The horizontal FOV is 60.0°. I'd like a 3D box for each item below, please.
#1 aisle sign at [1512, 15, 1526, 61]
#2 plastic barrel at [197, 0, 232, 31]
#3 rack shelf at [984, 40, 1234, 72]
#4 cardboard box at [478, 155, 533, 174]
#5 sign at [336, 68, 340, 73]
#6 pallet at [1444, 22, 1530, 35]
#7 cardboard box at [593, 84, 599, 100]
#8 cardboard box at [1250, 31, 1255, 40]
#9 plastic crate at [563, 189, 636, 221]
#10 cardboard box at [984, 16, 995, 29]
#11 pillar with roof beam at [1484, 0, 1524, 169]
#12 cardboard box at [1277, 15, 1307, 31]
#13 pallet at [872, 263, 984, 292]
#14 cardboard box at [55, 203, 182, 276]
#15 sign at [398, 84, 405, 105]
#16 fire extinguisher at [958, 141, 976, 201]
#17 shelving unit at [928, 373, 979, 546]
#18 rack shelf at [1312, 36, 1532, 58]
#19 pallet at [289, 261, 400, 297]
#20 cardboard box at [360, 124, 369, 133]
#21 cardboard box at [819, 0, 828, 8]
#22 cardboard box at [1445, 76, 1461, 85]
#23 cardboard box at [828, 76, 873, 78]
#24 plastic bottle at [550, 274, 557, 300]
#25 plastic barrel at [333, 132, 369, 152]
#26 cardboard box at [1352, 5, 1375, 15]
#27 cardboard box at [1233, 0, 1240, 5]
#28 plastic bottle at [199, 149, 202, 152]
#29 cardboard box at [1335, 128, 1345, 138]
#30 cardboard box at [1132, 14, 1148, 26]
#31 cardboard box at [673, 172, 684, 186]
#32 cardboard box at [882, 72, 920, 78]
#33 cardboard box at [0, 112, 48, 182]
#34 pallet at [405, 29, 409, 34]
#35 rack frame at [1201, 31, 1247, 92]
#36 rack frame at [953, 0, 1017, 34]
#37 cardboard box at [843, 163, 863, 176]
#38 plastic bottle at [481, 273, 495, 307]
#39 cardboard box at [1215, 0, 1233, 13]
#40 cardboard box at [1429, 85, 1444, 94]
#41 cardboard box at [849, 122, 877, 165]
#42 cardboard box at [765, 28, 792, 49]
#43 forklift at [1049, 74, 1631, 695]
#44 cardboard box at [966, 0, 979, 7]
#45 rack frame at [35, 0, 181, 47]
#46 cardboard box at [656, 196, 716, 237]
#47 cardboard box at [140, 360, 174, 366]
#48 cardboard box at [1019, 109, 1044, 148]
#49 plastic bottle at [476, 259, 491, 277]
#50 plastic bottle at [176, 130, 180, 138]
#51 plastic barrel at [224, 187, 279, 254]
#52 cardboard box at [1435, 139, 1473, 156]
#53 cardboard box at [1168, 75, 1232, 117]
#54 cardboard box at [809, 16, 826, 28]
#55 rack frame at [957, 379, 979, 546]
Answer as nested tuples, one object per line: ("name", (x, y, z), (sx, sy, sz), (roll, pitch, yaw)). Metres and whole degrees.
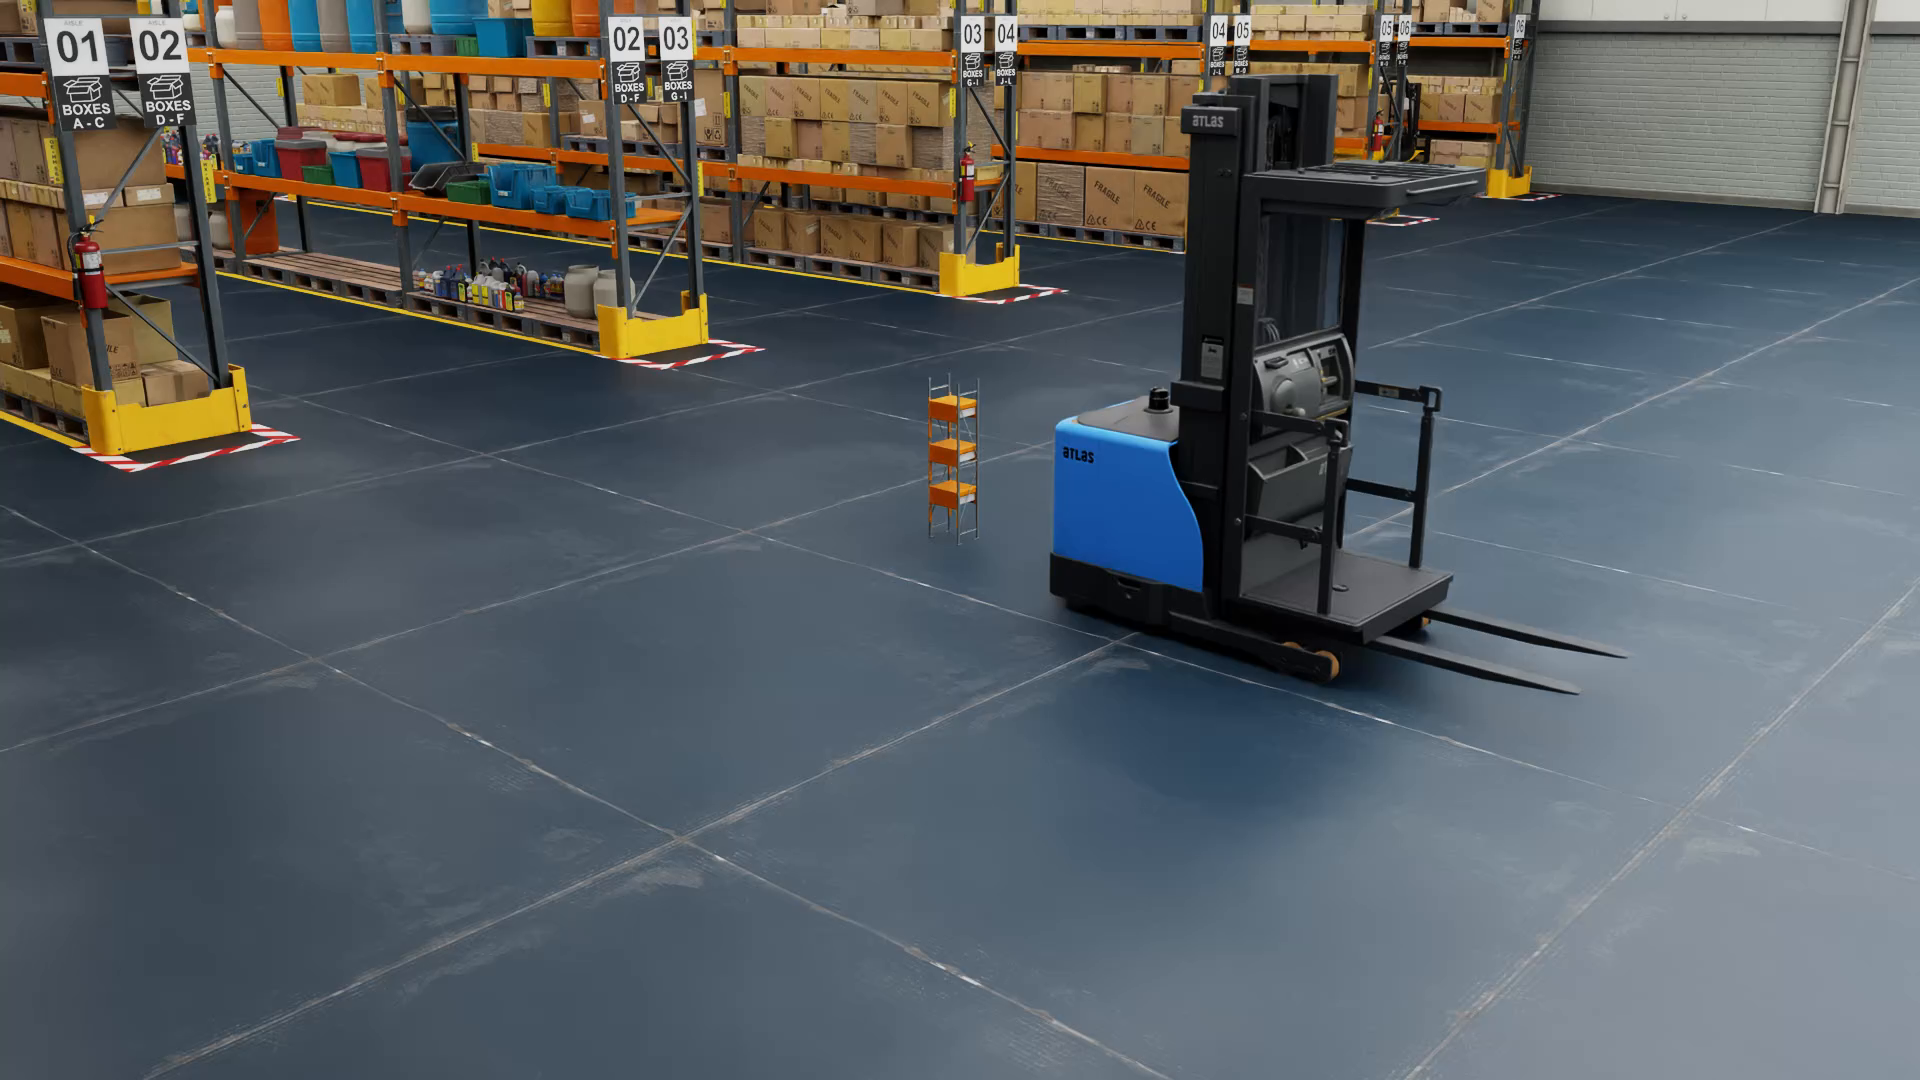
("aisle sign", (10.024, -9.005, 29.822), (0.004, 0.787, 0.394), (15, 23, 39))
("plastic barrel", (-9.394, -6.915, 21.170), (0.708, 0.830, 0.600), (15, 23, 39))
("rack shelf", (2.172, -7.070, 24.253), (4.000, 0.370, 1.077), (15, 23, 39))
("cardboard box", (-6.848, -5.598, 26.200), (0.875, 0.875, 1.225), (15, 23, 39))
("sign", (-11.297, -8.477, 30.150), (0.005, 0.325, 0.100), (15, 23, 39))
("pallet", (9.658, -9.381, 30.492), (1.213, 0.211, 1.003), (15, 23, 39))
("cardboard box", (-6.616, -8.419, 31.614), (0.500, 0.500, 0.500), (15, 23, 39))
("cardboard box", (4.862, -8.438, 27.790), (0.250, 0.149, 0.380), (14, 23, 38))
("plastic crate", (-3.561, -3.321, 16.455), (0.616, 0.251, 0.499), (15, 23, 39))
("cardboard box", (0.247, -6.136, 19.708), (0.250, 0.149, 0.380), (15, 23, 39))
("pillar with roof beam", (7.390, -10.075, 27.573), (0.400, 9.000, 9.100), (15, 23, 39))
("cardboard box", (5.550, -8.468, 27.225), (0.500, 0.250, 0.500), (16, 24, 41))
("pallet", (-0.341, -3.337, 20.869), (1.213, 0.211, 1.003), (15, 23, 39))
("cardboard box", (-6.619, -2.384, 13.090), (0.500, 0.500, 0.700), (15, 23, 39))
("sign", (-9.043, -7.214, 26.913), (0.005, 0.325, 0.100), (15, 23, 39))
("fire extinguisher", (0.080, -4.316, 19.471), (0.183, 0.674, 0.296), (15, 23, 39))
("shelving unit", (-0.040, -0.511, 10.578), (0.252, 1.050, 0.215), (15, 23, 39))
("rack shelf", (8.674, -9.334, 31.387), (4.000, 0.370, 1.077), (15, 23, 39))
("pallet", (-7.509, -3.227, 20.523), (1.213, 0.211, 1.003), (15, 23, 39))
("cardboard box", (-9.891, -6.963, 28.101), (0.250, 0.149, 0.380), (16, 23, 40))
("cardboard box", (-3.128, -11.122, 34.799), (0.797, 0.503, 0.637), (-16, 24, -41))
("cardboard box", (9.206, -8.524, 30.875), (0.250, 0.149, 0.380), (15, 23, 40))
("cardboard box", (-1.425, -5.720, 21.459), (0.500, 0.500, 0.500), (15, 23, 39))
("plastic bottle", (-4.468, -2.792, 18.325), (0.097, 0.271, 0.097), (0, 18, 0))
("plastic barrel", (-7.422, -4.703, 20.339), (0.433, 0.535, 0.433), (0, 18, 0))
("cardboard box", (6.429, -8.413, 26.392), (0.250, 0.149, 0.380), (15, 23, 40))
("cardboard box", (5.327, -10.772, 33.704), (0.500, 0.500, 0.500), (16, 23, 41))
("plastic bottle", (-9.949, -5.002, 21.717), (0.097, 0.271, 0.097), (0, 18, 0))
("cardboard box", (6.193, -6.655, 27.128), (0.250, 0.149, 0.380), (15, 23, 39))
("cardboard box", (2.625, -7.283, 23.289), (0.250, 0.149, 0.380), (15, 23, 40))
("cardboard box", (-4.931, -6.792, 30.582), (0.500, 0.500, 0.500), (16, 24, 41))
("cardboard box", (-0.840, -7.314, 26.971), (0.500, 0.500, 0.700), (15, 23, 39))
("cardboard box", (-7.433, -3.218, 13.574), (0.500, 0.500, 0.700), (15, 23, 39))
("pallet", (-9.280, -8.443, 27.537), (1.213, 0.211, 1.003), (15, 23, 39))
("rack frame", (3.668, -5.582, 23.332), (0.127, 3.000, 1.000), (15, 23, 39))
("rack frame", (0.300, -7.339, 18.953), (0.127, 3.000, 1.000), (15, 23, 39))
("cardboard box", (-1.242, -4.648, 20.806), (0.250, 0.149, 0.380), (15, 23, 39))
("plastic bottle", (-5.053, -2.693, 17.882), (0.185, 0.351, 0.144), (16, 24, 41))
("cardboard box", (3.477, -7.485, 23.266), (0.500, 0.250, 0.500), (15, 23, 39))
("cardboard box", (8.951, -8.415, 31.021), (0.250, 0.149, 0.380), (14, 22, 38))
("cardboard box", (-0.892, -4.969, 20.746), (0.500, 0.500, 0.875), (15, 23, 39))
("cardboard box", (-2.126, -6.388, 21.162), (0.500, 0.250, 0.500), (15, 23, 39))
("forklift", (1.952, -0.849, 8.532), (3.031, 2.935, 1.130), (15, 23, 39))
("cardboard box", (0.512, -10.049, 31.585), (0.637, 0.503, 0.797), (13, 22, 36))
("rack frame", (-6.278, -5.099, 11.893), (0.127, 3.000, 1.000), (15, 23, 39))
("cardboard box", (-3.900, -4.642, 23.775), (0.500, 0.500, 0.700), (13, 22, 35))
("cardboard box", (-6.908, -1.387, 13.964), (0.500, 0.250, 0.500), (15, 23, 39))
("cardboard box", (1.386, -6.280, 25.284), (0.550, 0.550, 0.875), (15, 23, 39))
("plastic bottle", (-5.402, -3.013, 18.889), (0.185, 0.351, 0.144), (15, 23, 39))
("plastic bottle", (-11.058, -5.635, 23.581), (0.185, 0.351, 0.144), (15, 23, 39))
("plastic barrel", (-9.349, -4.226, 21.953), (0.708, 0.830, 0.600), (15, 23, 39))
("cardboard box", (9.232, -7.335, 31.055), (0.500, 0.250, 0.500), (16, 23, 40))
("cardboard box", (3.416, -6.251, 23.409), (0.550, 0.550, 0.875), (15, 23, 39))
("cardboard box", (-1.653, -6.443, 20.676), (0.250, 0.149, 0.380), (14, 23, 38))
("rack frame", (0.051, -0.487, 10.501), (0.008, 1.050, 0.200), (15, 23, 39))
